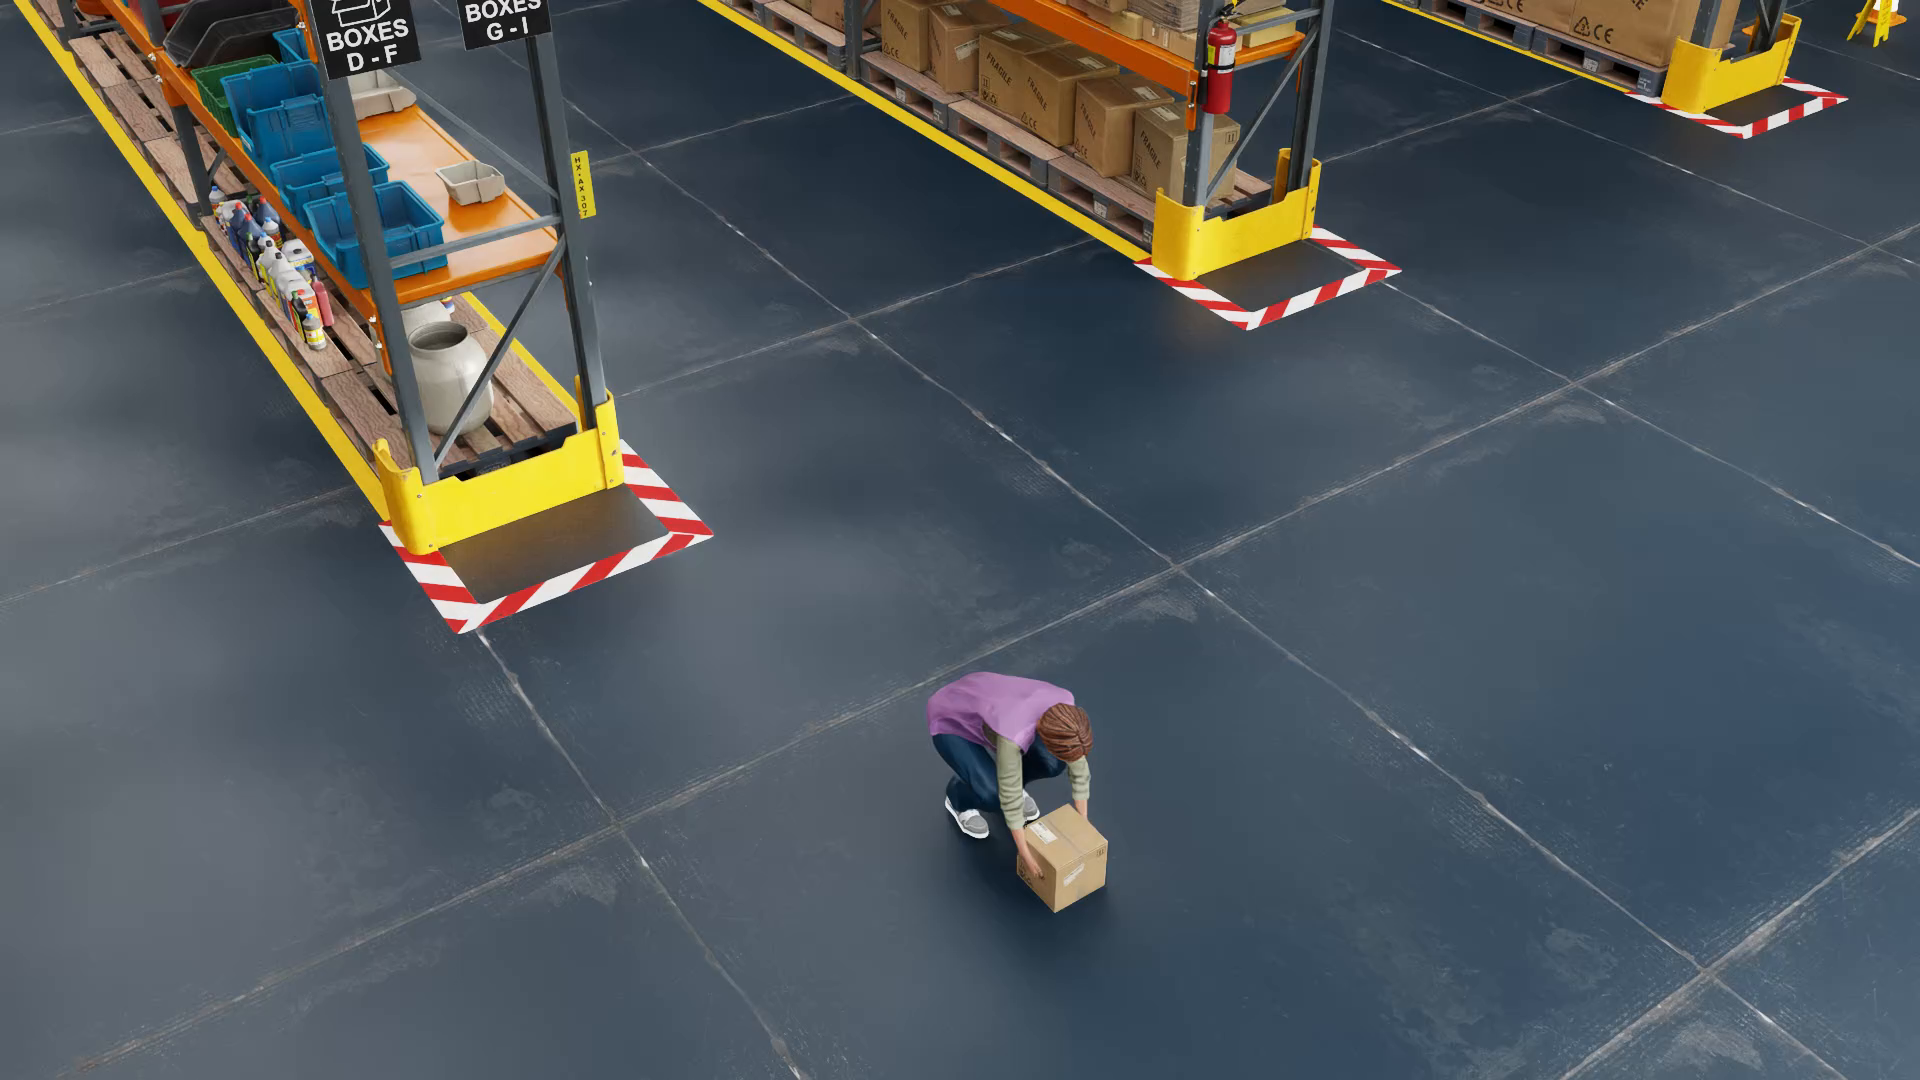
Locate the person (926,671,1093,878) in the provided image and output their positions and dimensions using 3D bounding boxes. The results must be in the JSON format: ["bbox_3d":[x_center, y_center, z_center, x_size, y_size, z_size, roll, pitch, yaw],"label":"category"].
[{"bbox_3d":[0.198,0.842,6.552,0.441,0.800,0.806,-23,43,-27],"label":"person"}]
